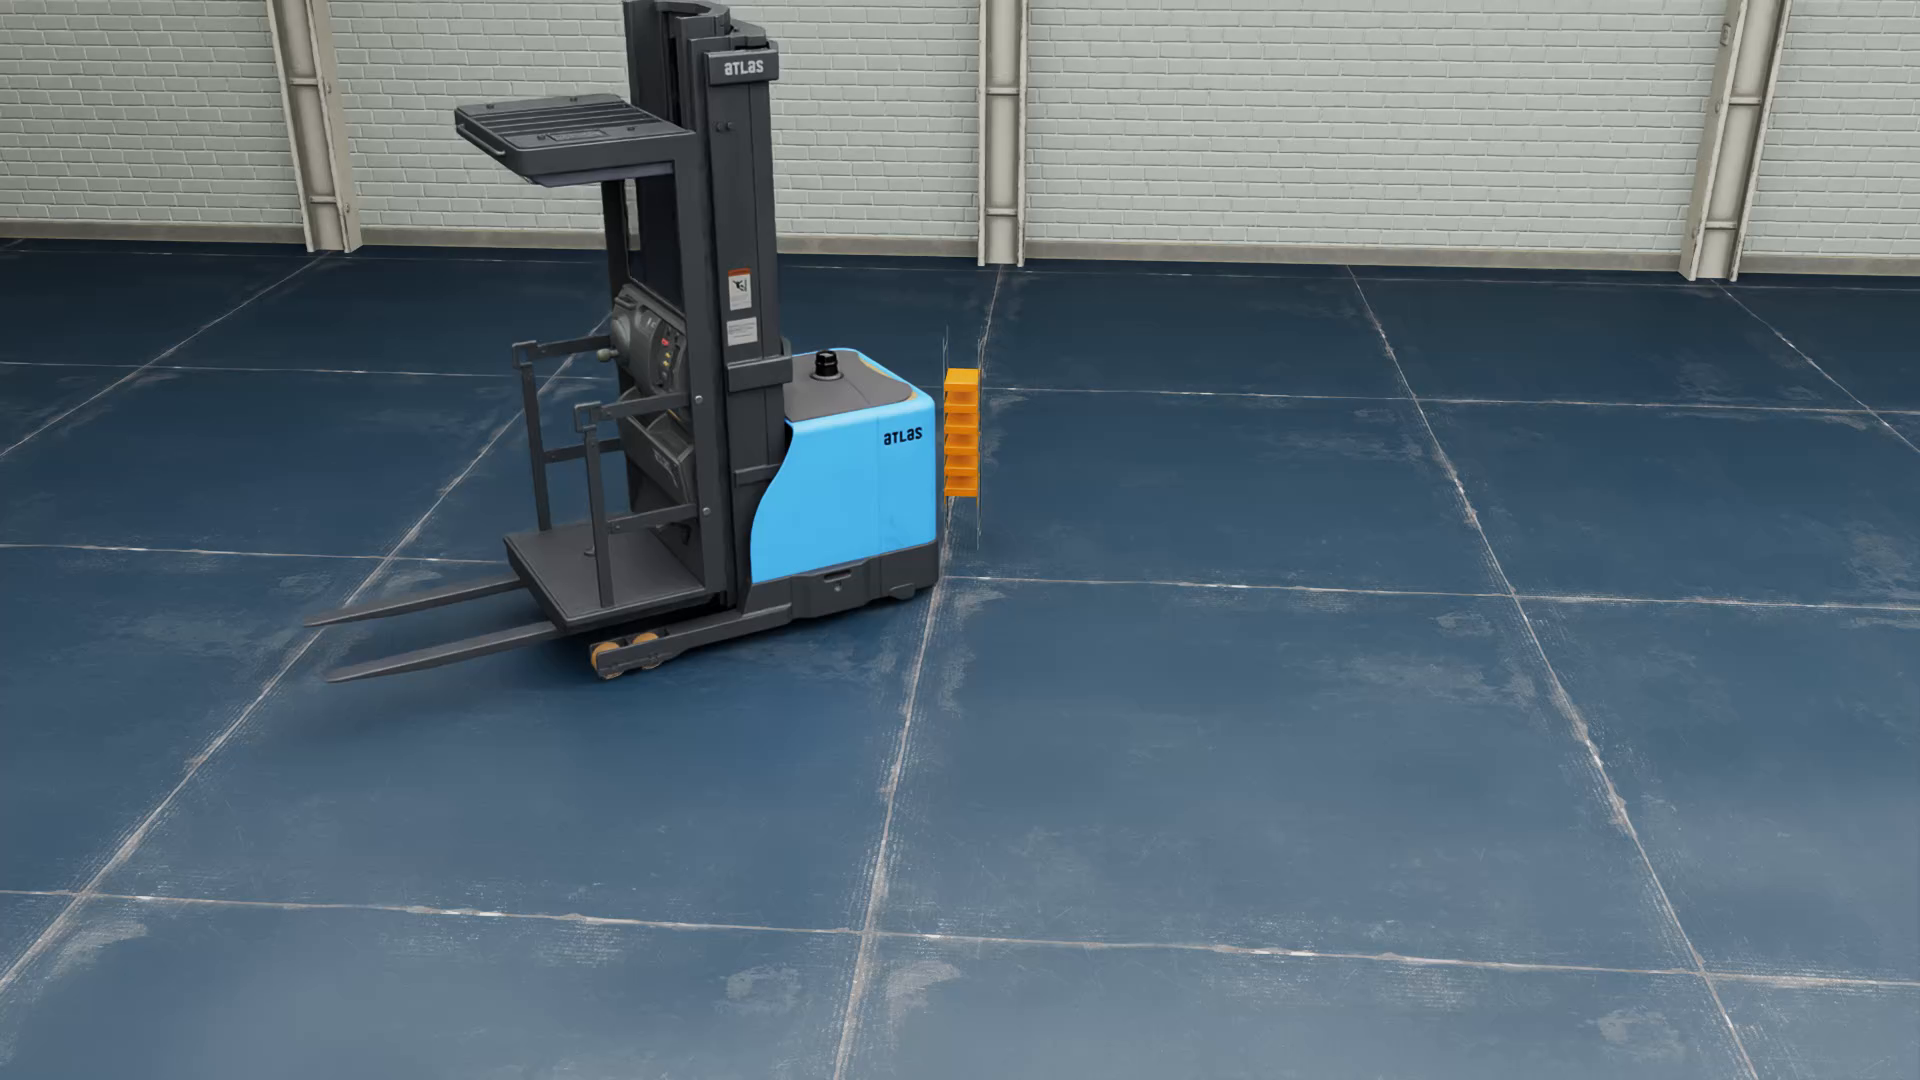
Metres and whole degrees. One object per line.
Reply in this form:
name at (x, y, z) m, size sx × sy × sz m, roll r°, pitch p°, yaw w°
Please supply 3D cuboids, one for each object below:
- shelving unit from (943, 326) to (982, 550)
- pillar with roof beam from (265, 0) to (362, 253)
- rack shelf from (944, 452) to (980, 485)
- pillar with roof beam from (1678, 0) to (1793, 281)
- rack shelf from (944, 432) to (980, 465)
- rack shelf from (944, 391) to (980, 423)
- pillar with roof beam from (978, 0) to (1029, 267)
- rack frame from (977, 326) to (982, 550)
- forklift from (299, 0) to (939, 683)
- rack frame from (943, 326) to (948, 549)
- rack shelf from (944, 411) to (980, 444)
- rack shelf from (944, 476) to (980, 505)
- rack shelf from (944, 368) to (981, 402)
shelving unit at (0.014, -0.545, 8.998) m, size 0.189 × 1.200 × 0.258 m, roll 2°, pitch 25°, yaw 4°
pillar with roof beam at (-5.948, -4.924, 9.186) m, size 0.400 × 9.000 × 9.100 m, roll 2°, pitch 25°, yaw 4°
rack shelf at (0.014, -0.395, 9.067) m, size 0.180 × 0.103 × 0.258 m, roll 2°, pitch 25°, yaw 4°
pillar with roof beam at (6.017, -4.540, 8.351) m, size 0.400 × 9.000 × 9.100 m, roll 2°, pitch 25°, yaw 4°
rack shelf at (0.014, -0.504, 9.017) m, size 0.180 × 0.103 × 0.258 m, roll 2°, pitch 25°, yaw 4°
rack shelf at (0.014, -0.722, 8.916) m, size 0.180 × 0.103 × 0.258 m, roll 2°, pitch 25°, yaw 4°
pillar with roof beam at (0.034, -4.732, 8.768) m, size 0.400 × 9.000 × 9.100 m, roll 2°, pitch 25°, yaw 4°
rack frame at (0.106, -0.542, 8.992) m, size 0.006 × 1.200 × 0.240 m, roll 2°, pitch 25°, yaw 4°
forklift at (-1.648, -0.932, 7.769) m, size 3.031 × 2.935 × 1.130 m, roll -13°, pitch 28°, yaw -26°
rack frame at (-0.077, -0.548, 9.005) m, size 0.006 × 1.200 × 0.240 m, roll 2°, pitch 25°, yaw 4°
rack shelf at (0.014, -0.613, 8.967) m, size 0.180 × 0.103 × 0.258 m, roll 2°, pitch 25°, yaw 4°
rack shelf at (0.014, -0.286, 9.117) m, size 0.180 × 0.103 × 0.258 m, roll 2°, pitch 25°, yaw 4°
rack shelf at (0.014, -0.831, 8.866) m, size 0.180 × 0.103 × 0.258 m, roll 2°, pitch 25°, yaw 4°
